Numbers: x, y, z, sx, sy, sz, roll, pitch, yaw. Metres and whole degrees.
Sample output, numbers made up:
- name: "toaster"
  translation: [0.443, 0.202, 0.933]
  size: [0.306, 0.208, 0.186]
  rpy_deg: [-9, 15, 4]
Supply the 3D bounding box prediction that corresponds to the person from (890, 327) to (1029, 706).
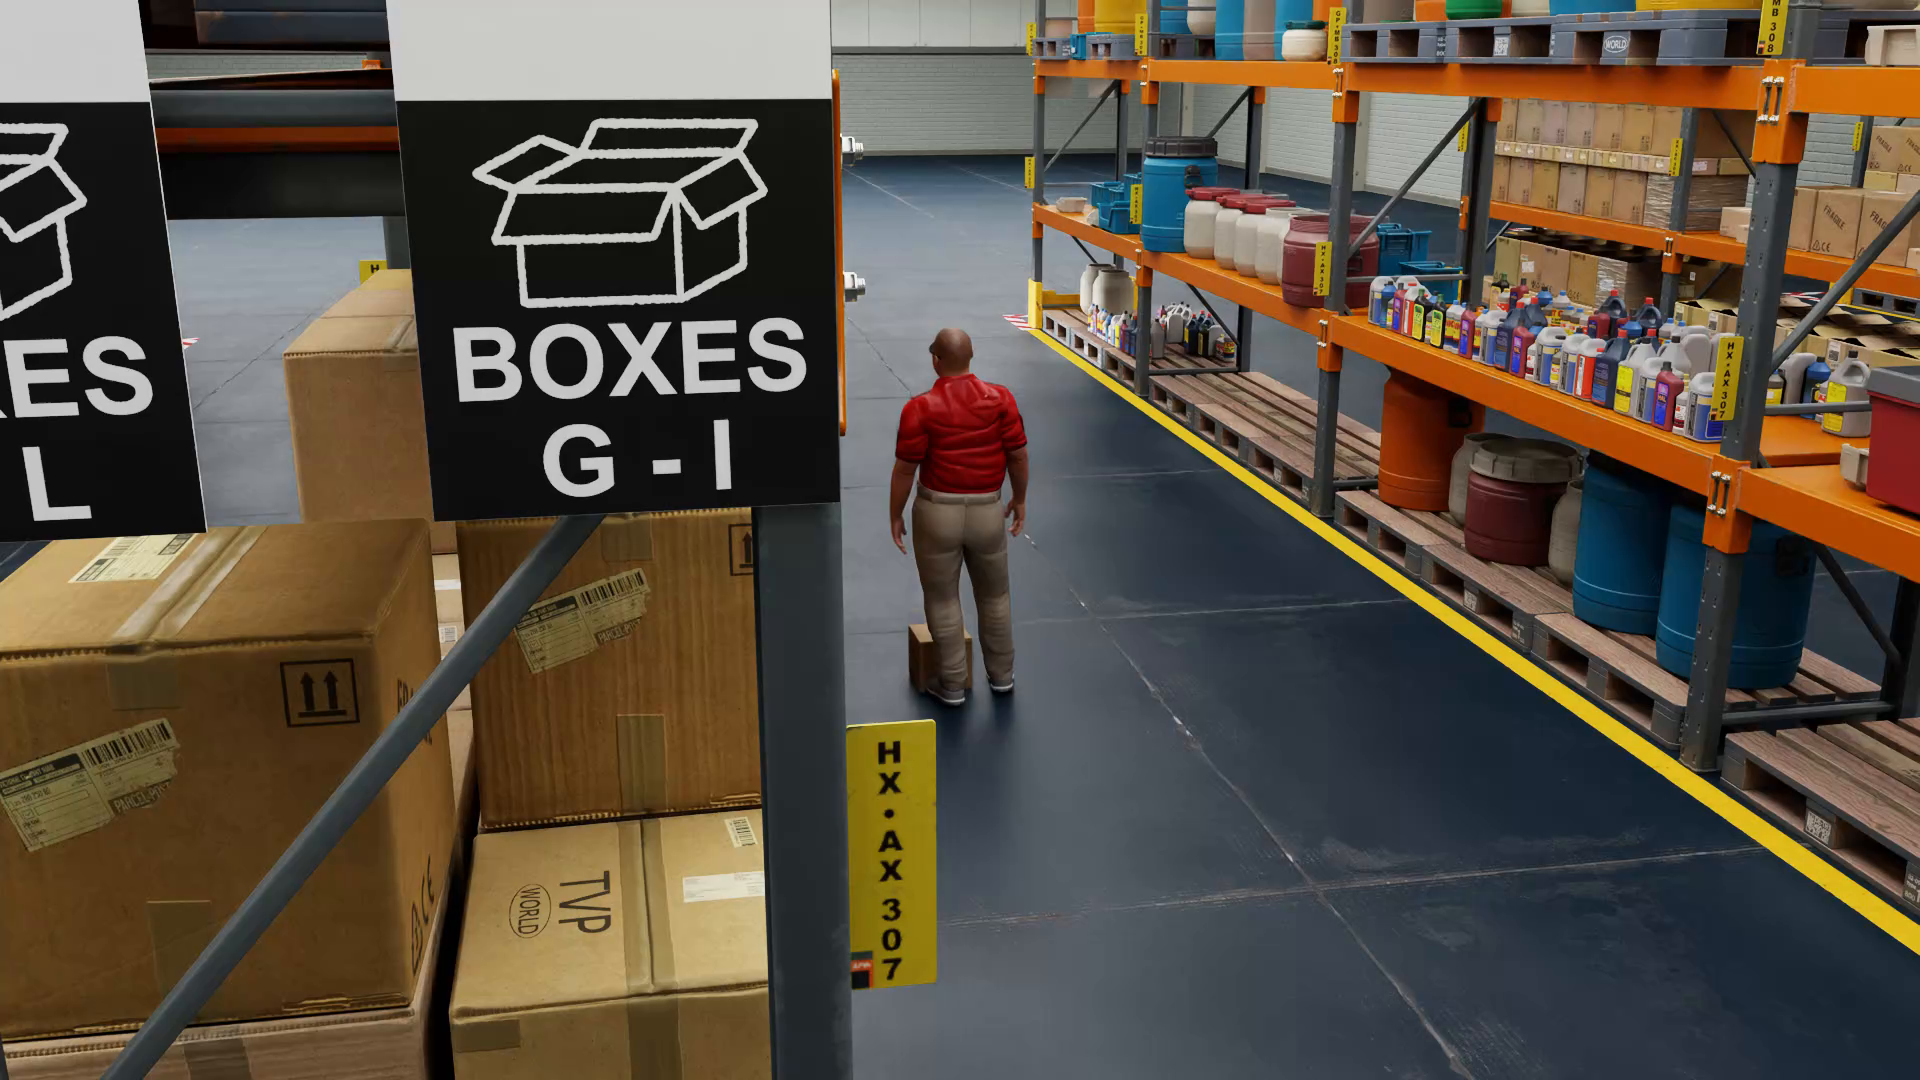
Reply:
- name: "person"
  translation: [-0.017, -0.115, 7.428]
  size: [0.639, 1.727, 0.551]
  rpy_deg: [-4, 17, -12]
